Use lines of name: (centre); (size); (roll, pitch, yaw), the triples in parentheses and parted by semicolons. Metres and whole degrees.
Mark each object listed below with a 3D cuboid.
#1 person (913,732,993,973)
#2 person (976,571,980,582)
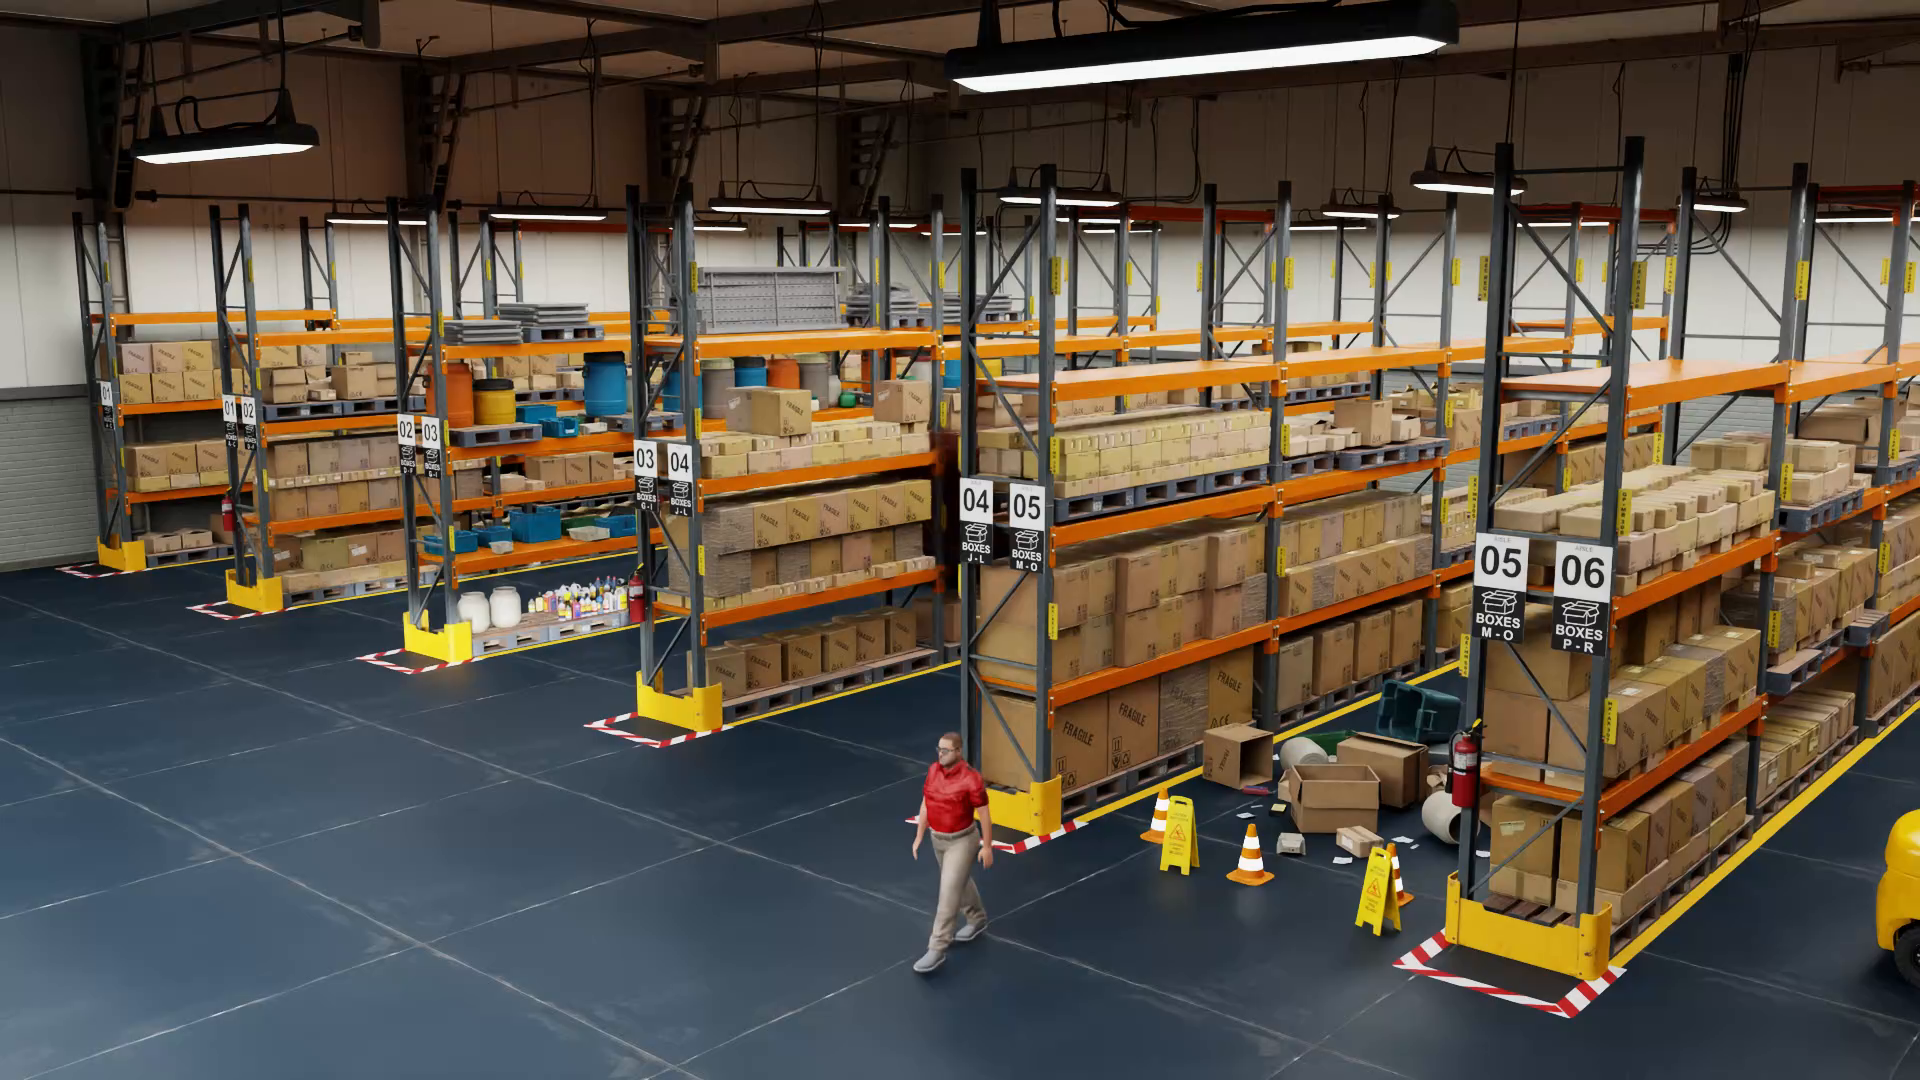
person: (-0.107, 2.268, 12.431); (0.962, 1.682, 0.578); (-9, 13, -42)
person: (0.349, -0.162, 25.603); (0.522, 1.708, 0.389); (7, 12, 36)
